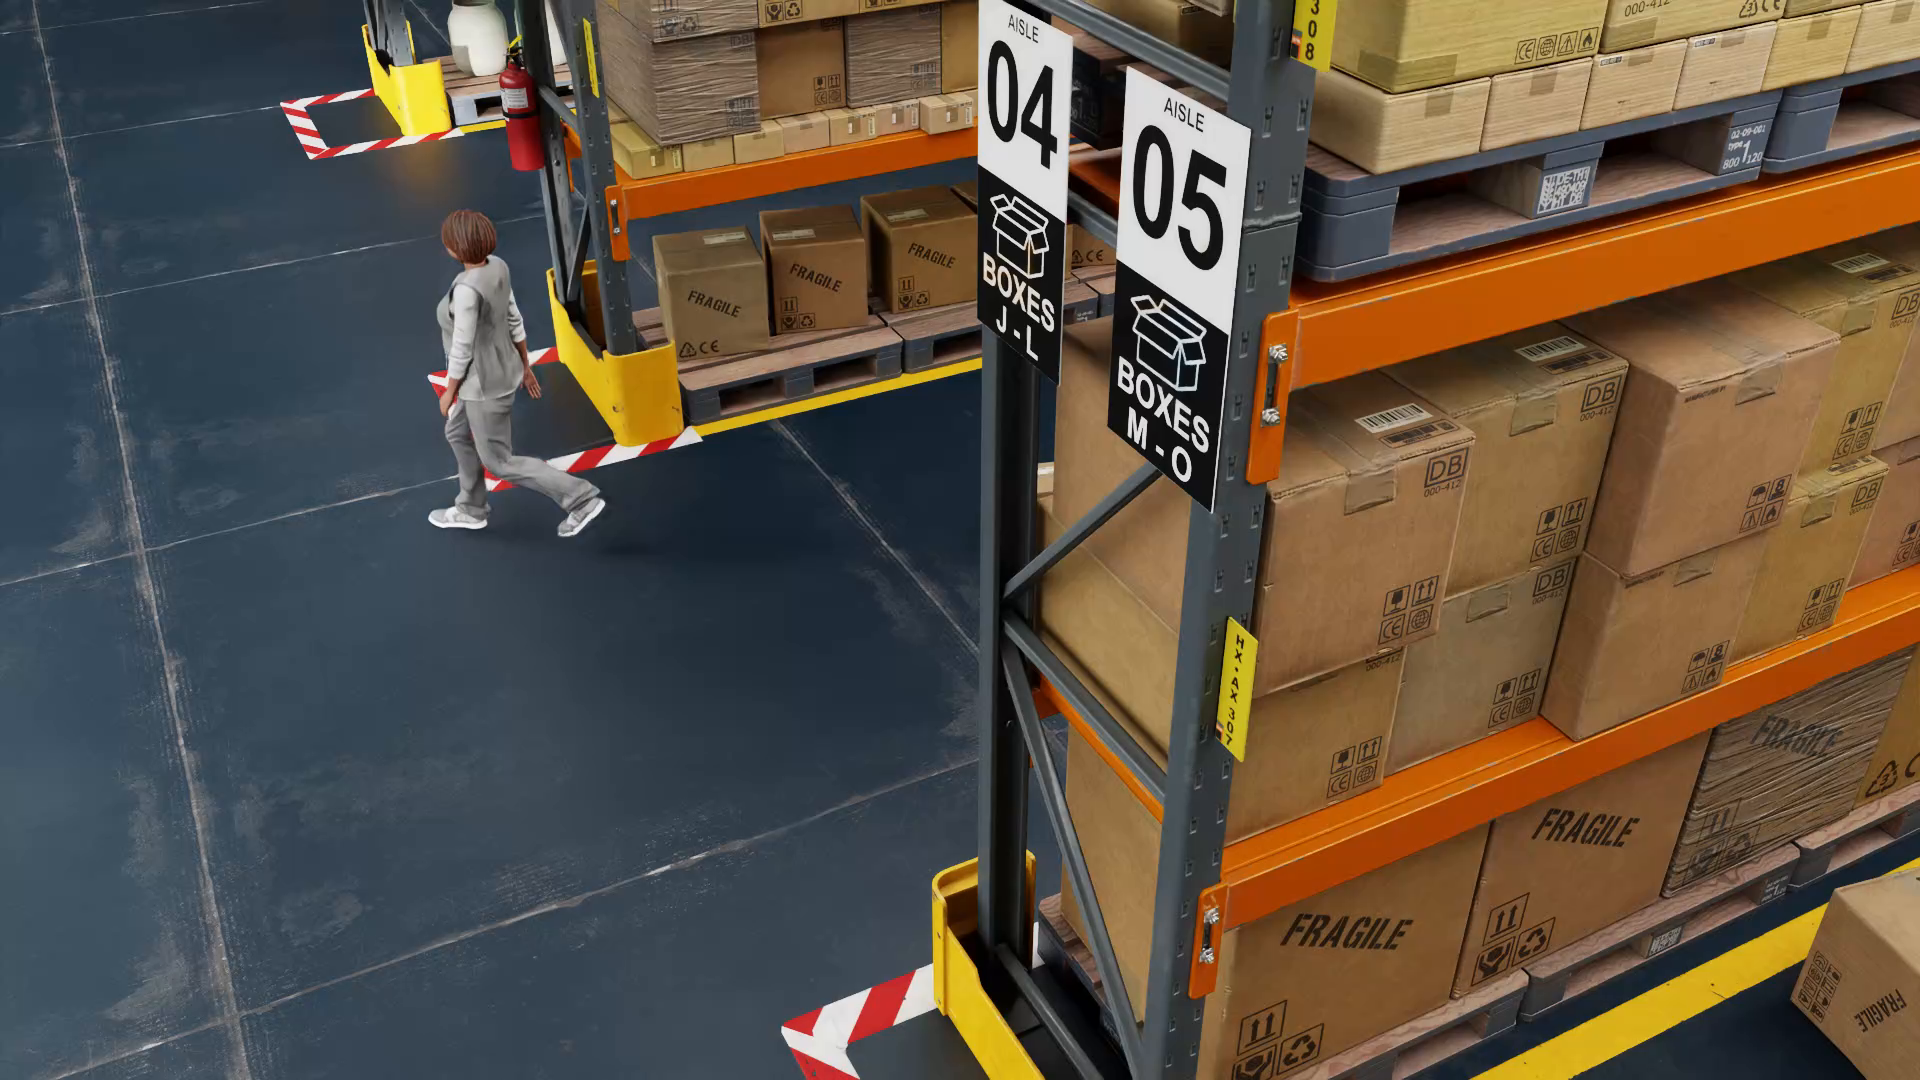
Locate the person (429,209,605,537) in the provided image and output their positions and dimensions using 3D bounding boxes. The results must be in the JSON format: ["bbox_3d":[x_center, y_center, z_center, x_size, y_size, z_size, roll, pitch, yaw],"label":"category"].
[{"bbox_3d":[-2.008,-0.691,7.179,0.869,1.548,0.399,1,34,2],"label":"person"}]
